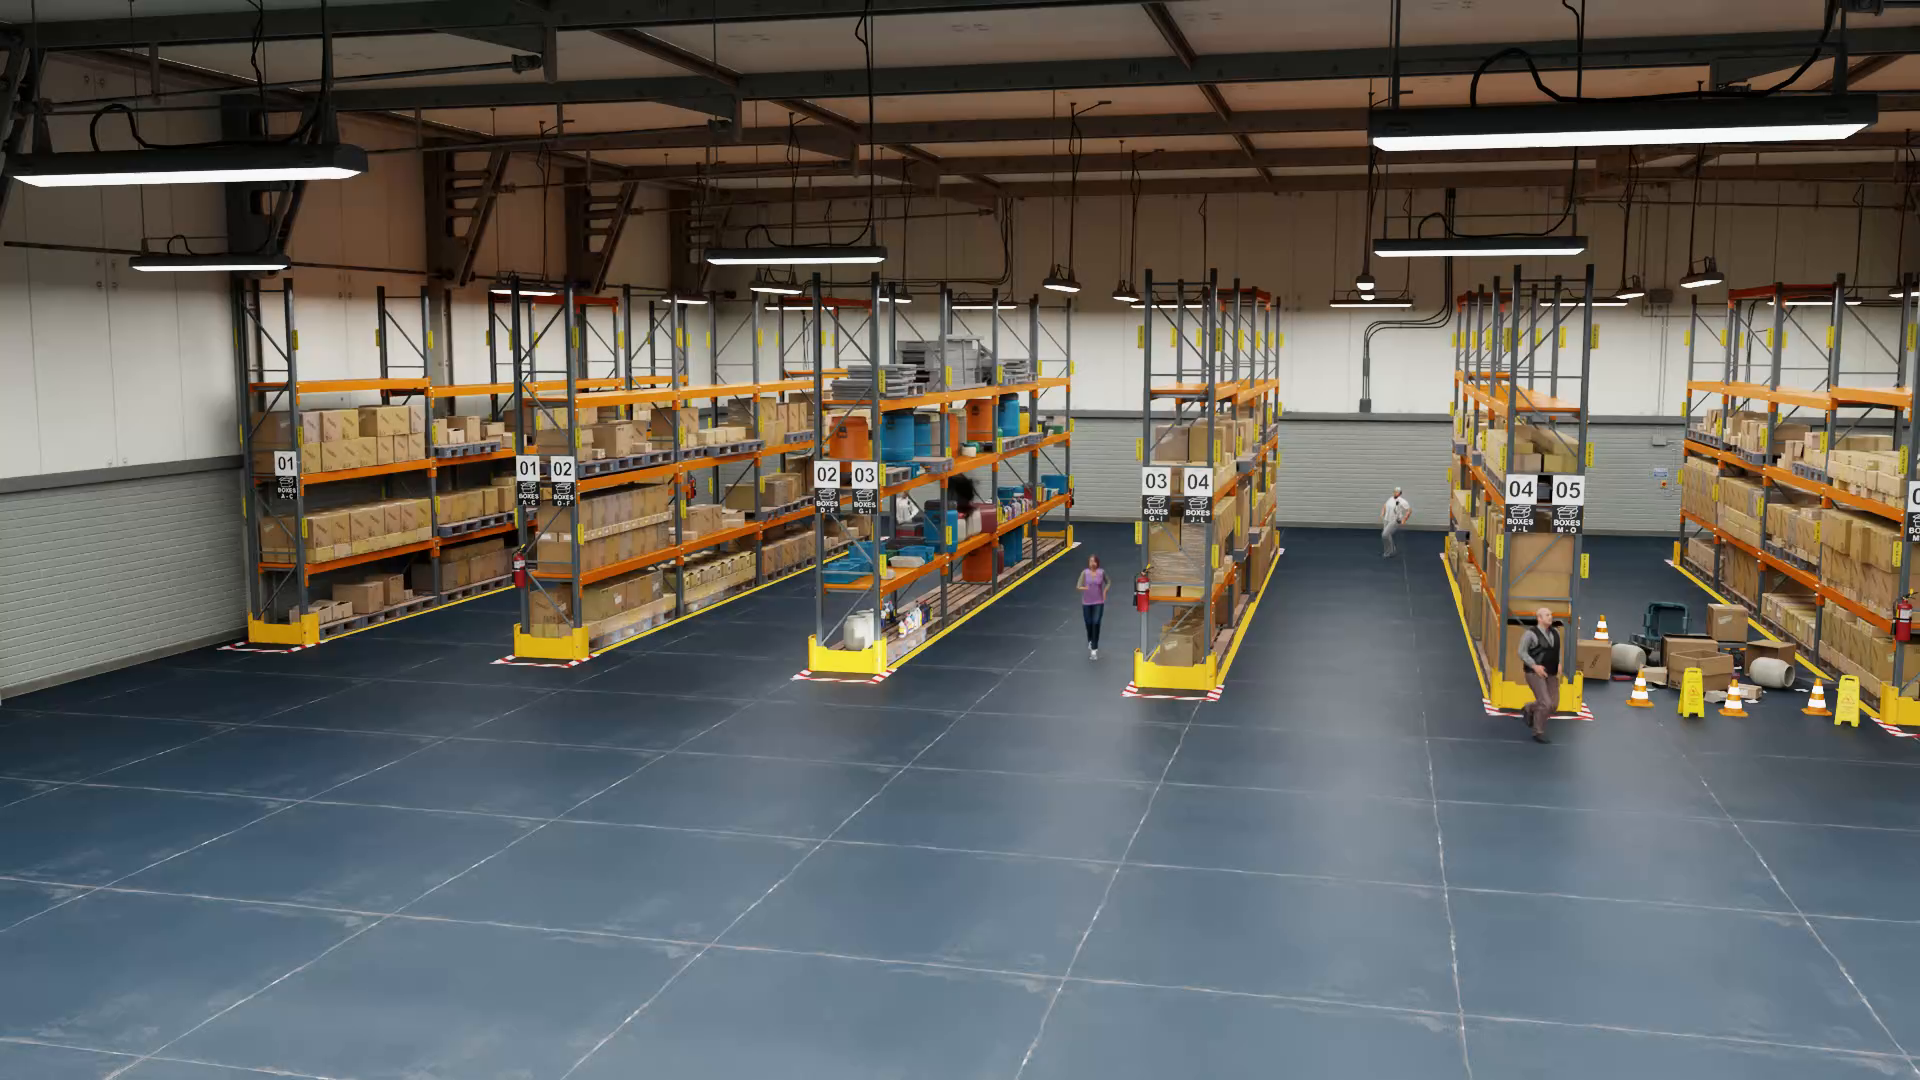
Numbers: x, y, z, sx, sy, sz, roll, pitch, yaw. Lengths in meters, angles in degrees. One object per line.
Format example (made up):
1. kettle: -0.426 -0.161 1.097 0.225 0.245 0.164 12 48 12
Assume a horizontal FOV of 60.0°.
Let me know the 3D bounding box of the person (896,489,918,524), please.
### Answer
1. person: -1.316 -0.443 38.590 0.484 1.654 0.599 1 7 7

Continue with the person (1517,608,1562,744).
1. person: 7.279 1.676 20.937 0.693 1.686 0.610 -3 8 -26

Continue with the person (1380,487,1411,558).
1. person: 10.006 -0.398 38.522 0.605 1.665 0.654 -4 8 -28

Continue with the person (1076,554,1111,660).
1. person: 2.106 1.031 26.345 0.532 1.611 0.799 1 7 10
